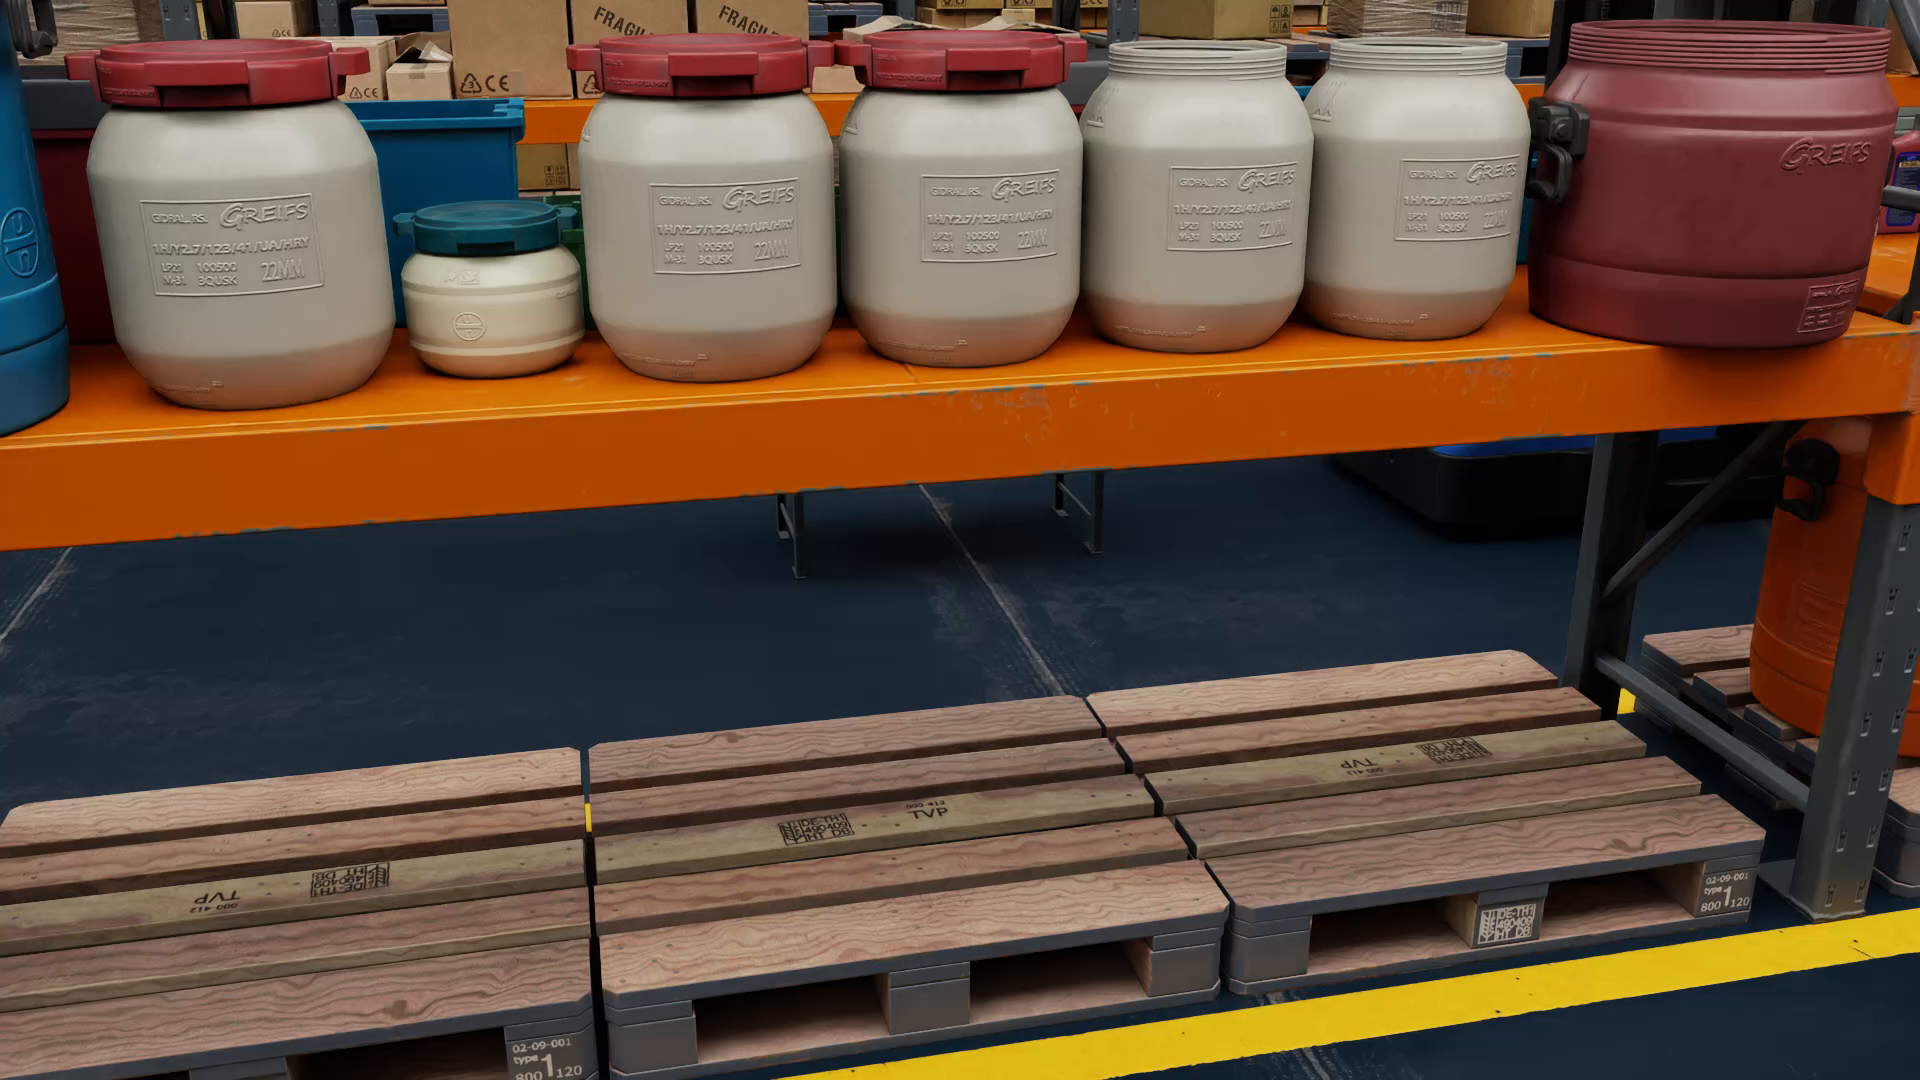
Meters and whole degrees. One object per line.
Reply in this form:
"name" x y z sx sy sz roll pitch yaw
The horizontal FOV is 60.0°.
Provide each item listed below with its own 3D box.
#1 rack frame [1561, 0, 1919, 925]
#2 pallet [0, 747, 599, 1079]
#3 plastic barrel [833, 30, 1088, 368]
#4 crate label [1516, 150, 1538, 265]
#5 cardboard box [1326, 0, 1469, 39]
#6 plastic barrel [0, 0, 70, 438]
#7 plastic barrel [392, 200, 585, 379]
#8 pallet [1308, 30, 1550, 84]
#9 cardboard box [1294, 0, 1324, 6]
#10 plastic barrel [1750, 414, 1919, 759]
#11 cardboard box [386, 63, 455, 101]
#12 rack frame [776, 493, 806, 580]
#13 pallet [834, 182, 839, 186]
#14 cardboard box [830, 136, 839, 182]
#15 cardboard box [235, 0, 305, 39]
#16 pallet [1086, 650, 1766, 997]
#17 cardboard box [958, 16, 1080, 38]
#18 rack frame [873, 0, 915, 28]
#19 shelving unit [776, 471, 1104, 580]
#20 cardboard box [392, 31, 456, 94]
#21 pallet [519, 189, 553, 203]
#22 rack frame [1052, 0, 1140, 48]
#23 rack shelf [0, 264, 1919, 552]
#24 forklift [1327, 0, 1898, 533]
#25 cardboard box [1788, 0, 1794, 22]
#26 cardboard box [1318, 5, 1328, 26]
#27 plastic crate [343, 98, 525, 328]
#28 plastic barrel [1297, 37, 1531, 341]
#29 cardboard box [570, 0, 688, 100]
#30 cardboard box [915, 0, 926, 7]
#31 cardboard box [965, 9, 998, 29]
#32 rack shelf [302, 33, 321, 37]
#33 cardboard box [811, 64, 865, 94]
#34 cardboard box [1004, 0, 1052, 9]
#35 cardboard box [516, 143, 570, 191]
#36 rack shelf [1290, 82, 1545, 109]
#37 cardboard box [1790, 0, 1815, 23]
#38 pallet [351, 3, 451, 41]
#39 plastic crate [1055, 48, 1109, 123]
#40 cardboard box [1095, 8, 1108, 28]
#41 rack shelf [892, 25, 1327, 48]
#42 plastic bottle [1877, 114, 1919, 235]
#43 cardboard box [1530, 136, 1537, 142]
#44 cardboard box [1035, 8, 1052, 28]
"rack frame" 1.777 -0.756 3.518 0.127 3.000 1.000 -5 21 -12
"pallet" -1.360 0.795 3.339 1.213 0.211 1.003 -5 21 -12
"plastic barrel" 0.001 -0.598 2.889 0.433 0.535 0.433 0 20 0
"crate label" 1.281 -0.770 3.798 0.416 0.233 0.303 -5 21 -12
"cardboard box" 2.162 -2.755 8.218 0.500 0.500 0.700 -1 20 -2
"plastic barrel" -1.670 -0.604 2.374 0.708 0.901 0.600 -5 21 -12
"plastic barrel" -0.792 -0.428 2.823 0.301 0.262 0.301 0 20 0
"pallet" 2.532 -2.480 8.503 1.213 0.211 1.003 -5 21 -12
"cardboard box" 2.504 -4.420 12.914 0.500 0.500 0.500 -4 21 -12
"plastic barrel" 2.249 0.021 3.940 0.708 0.830 0.600 -5 21 -12
"cardboard box" -2.343 -1.982 7.229 0.250 0.149 0.380 -5 21 -12
"rack frame" -0.578 -0.657 5.428 0.032 1.500 0.500 -5 21 -12
"pallet" -1.264 -2.702 12.883 1.213 0.211 1.003 -5 21 -12
"cardboard box" -1.191 -3.031 12.722 0.500 0.500 0.700 -4 21 -12
"cardboard box" -4.787 -3.556 11.350 0.500 0.250 0.500 -5 21 -12
"pallet" 1.014 0.601 3.866 1.213 0.211 1.003 -5 21 -12
"cardboard box" 0.277 -2.359 8.022 0.500 0.311 0.500 -3 20 -9
"rack frame" -0.503 -4.072 12.571 0.127 3.000 1.000 -5 21 -12
"shelving unit" -0.083 -0.697 5.538 1.048 1.500 0.538 -5 21 -12
"cardboard box" -2.439 -2.166 7.562 0.258 0.266 0.396 -5 21 -14
"pallet" -3.638 -2.509 12.356 1.213 0.211 1.003 -5 21 -12
"rack frame" 0.641 -2.415 8.045 0.127 3.000 1.000 -5 21 -12
"rack shelf" -0.169 -0.260 3.210 4.000 0.370 1.077 -5 21 -12
"forklift" 2.993 -1.656 6.075 3.031 2.935 1.130 -5 21 -13
"cardboard box" 4.021 -3.013 8.922 0.500 0.500 0.700 -13 24 -31
"cardboard box" 2.886 -4.131 13.067 0.250 0.149 0.380 -4 21 -11
"plastic crate" -1.114 -0.624 3.179 0.575 0.384 0.392 -5 21 -12
"plastic barrel" 0.825 -0.656 3.081 0.421 0.512 0.421 0 20 0
"cardboard box" -1.501 -2.282 7.537 0.500 0.500 0.500 -5 21 -12
"cardboard box" -0.104 -4.394 12.842 0.500 0.500 0.500 -5 21 -12
"cardboard box" 0.118 -3.929 12.517 0.250 0.149 0.380 -4 21 -12
"rack shelf" -6.342 -3.260 11.398 4.000 0.370 1.077 -5 21 -12
"cardboard box" -0.587 -2.177 7.761 0.250 0.149 0.380 -3 20 -8
"cardboard box" 0.541 -4.260 12.475 0.500 0.500 0.500 -4 20 -11
"cardboard box" -3.192 -2.910 12.393 0.500 0.500 0.700 -5 21 -14
"rack shelf" 2.587 -2.235 8.601 4.000 0.370 1.077 -5 21 -12
"cardboard box" 4.961 -2.904 9.235 0.500 0.500 0.500 -4 21 -12
"pallet" -3.618 -3.678 11.772 1.213 0.211 1.003 -5 21 -12
"plastic crate" 0.134 -0.761 3.438 0.583 0.464 0.402 -5 21 -12
"cardboard box" 1.117 -4.024 12.774 0.250 0.149 0.380 -4 21 -12
"rack shelf" 1.444 -3.893 13.127 4.000 0.370 1.077 -5 21 -12
"plastic bottle" 2.297 -0.895 4.065 0.133 0.283 0.061 -5 21 -12
"cardboard box" 3.033 -2.080 9.037 0.500 0.250 0.500 -5 21 -12
"cardboard box" 0.613 -3.983 12.664 0.250 0.149 0.380 -5 21 -13
